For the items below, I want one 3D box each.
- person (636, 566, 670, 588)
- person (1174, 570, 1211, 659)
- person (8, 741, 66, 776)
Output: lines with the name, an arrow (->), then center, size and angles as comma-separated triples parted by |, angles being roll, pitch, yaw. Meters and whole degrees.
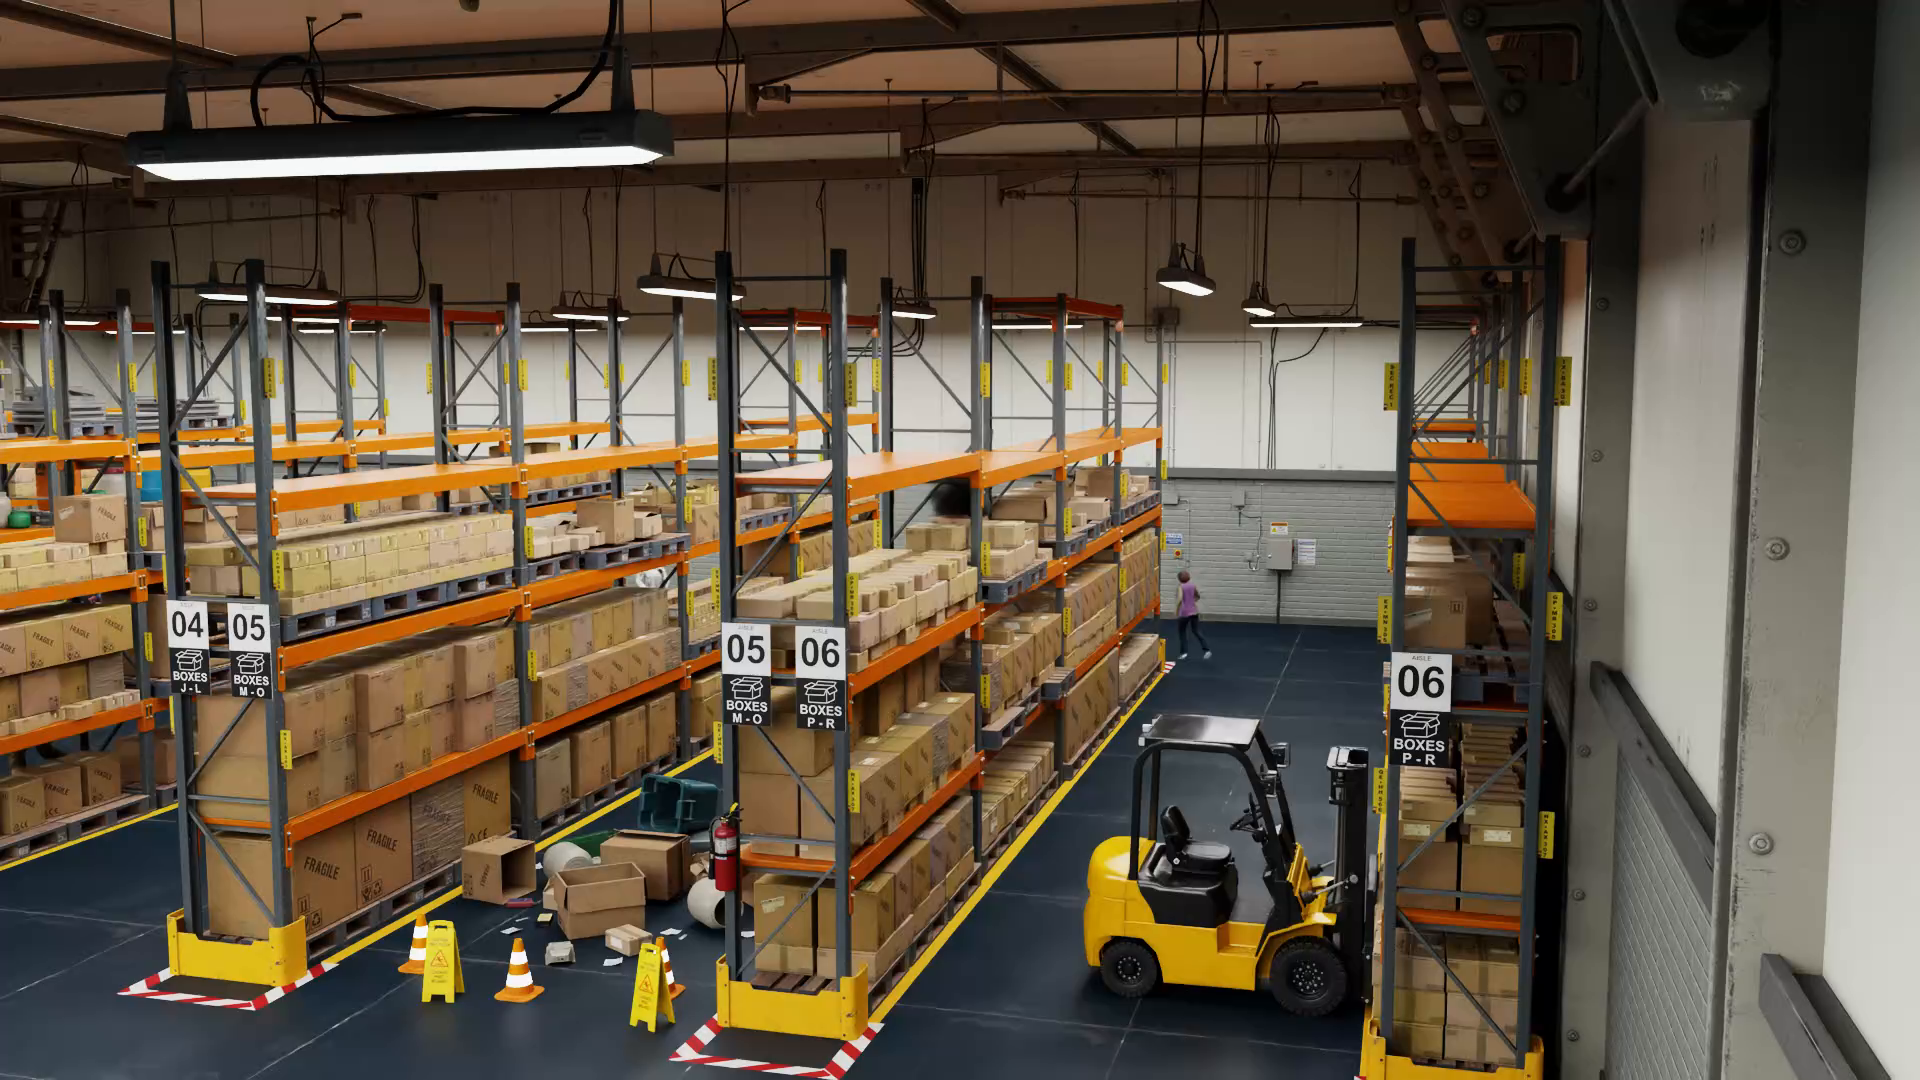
person -> -5.760, 1.024, 31.458 | 0.629, 1.656, 0.554 | -3, 7, -29
person -> 3.928, 1.320, 28.810 | 0.622, 1.602, 0.781 | -3, 7, -29
person -> -11.063, 2.181, 19.897 | 0.662, 1.792, 1.050 | 1, 6, 10
